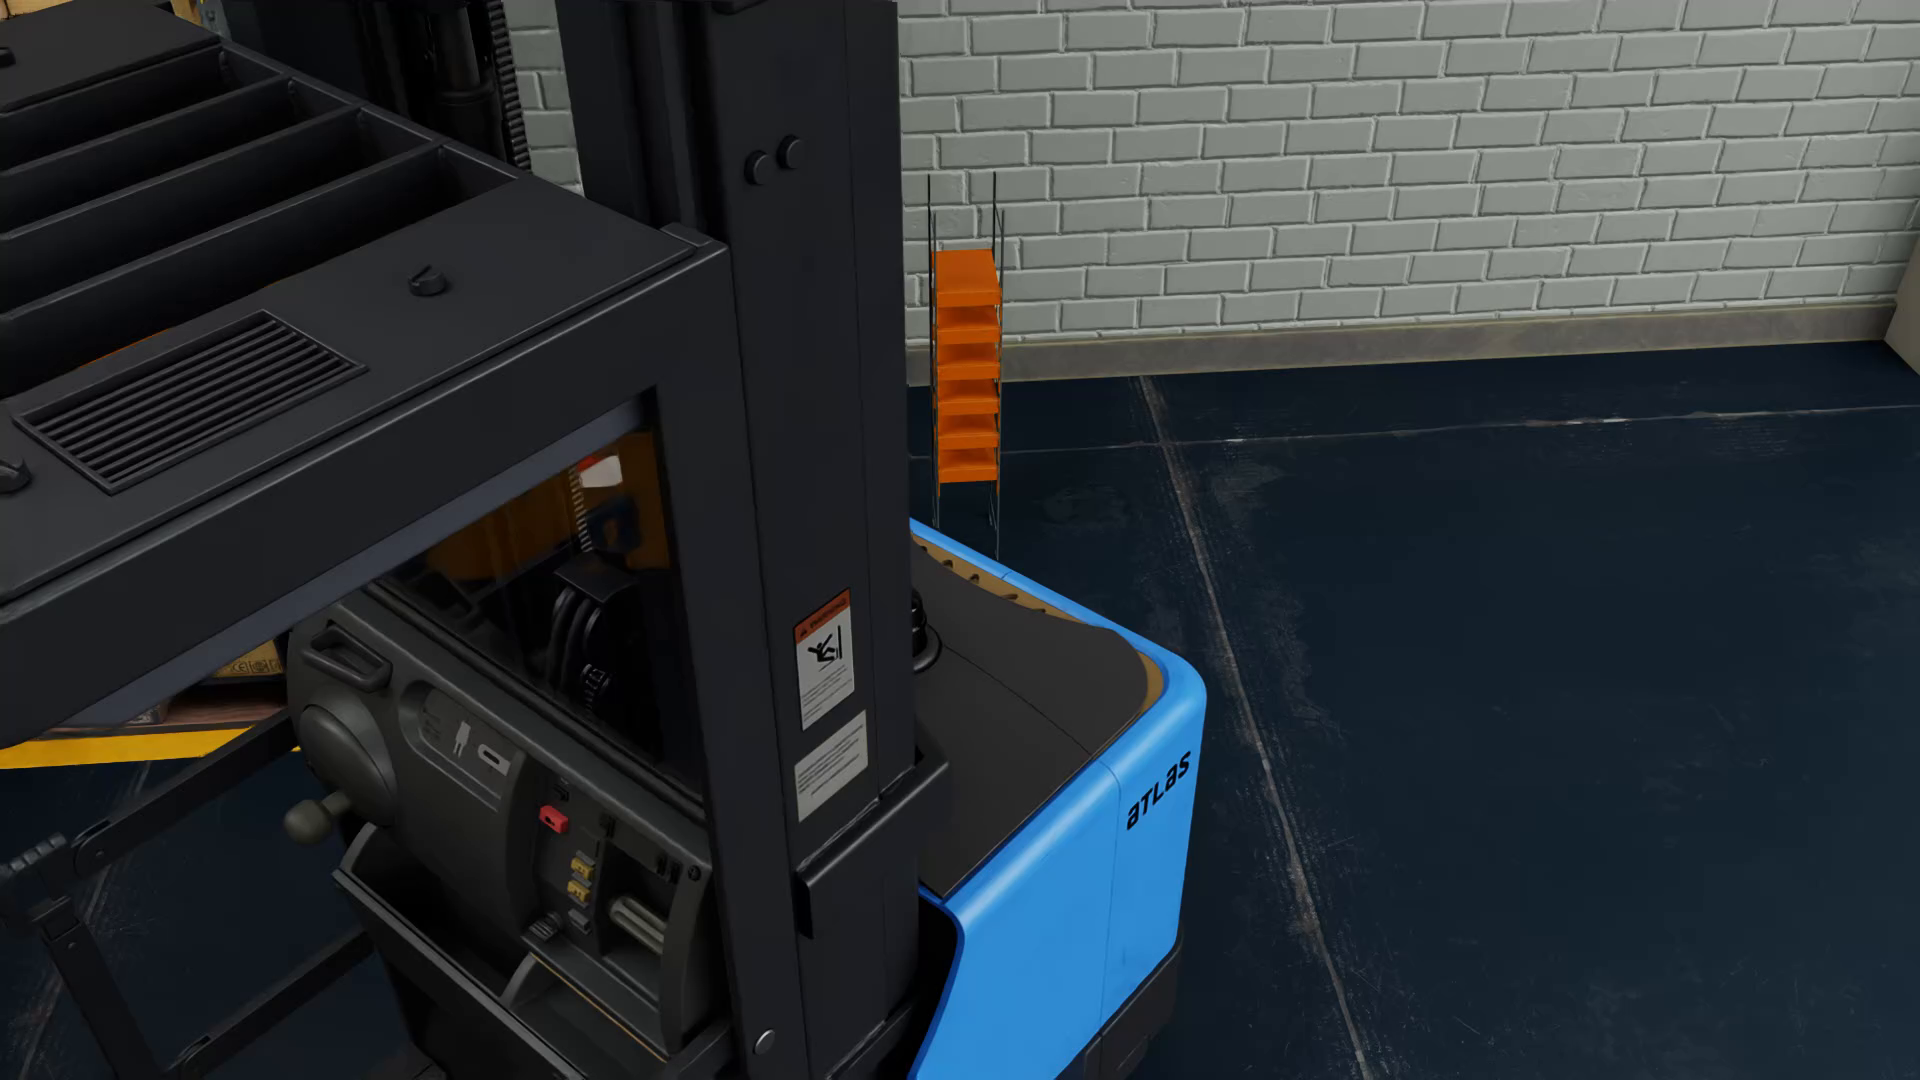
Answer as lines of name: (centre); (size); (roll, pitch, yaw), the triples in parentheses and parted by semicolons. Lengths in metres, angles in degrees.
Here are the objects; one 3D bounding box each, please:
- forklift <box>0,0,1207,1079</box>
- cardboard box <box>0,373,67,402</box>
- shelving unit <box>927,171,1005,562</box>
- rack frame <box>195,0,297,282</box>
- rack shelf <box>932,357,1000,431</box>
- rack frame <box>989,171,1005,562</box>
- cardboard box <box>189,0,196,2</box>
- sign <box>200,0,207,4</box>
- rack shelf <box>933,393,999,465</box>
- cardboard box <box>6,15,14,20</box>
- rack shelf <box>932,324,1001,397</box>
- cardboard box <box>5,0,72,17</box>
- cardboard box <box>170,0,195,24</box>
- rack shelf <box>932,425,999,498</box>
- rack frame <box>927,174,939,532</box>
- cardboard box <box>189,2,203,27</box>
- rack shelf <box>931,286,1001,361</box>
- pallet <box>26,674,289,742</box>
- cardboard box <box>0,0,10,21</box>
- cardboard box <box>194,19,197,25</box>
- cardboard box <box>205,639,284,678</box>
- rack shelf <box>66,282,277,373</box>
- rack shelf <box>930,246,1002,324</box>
forklift: (-0.834, 0.456, 2.306); (1.130, 2.935, 3.031); (27, 46, 30)
cardboard box: (-2.491, -0.245, 4.212); (0.500, 0.250, 0.500); (-2, 38, -3)
shelving unit: (0.014, -0.472, 4.879); (0.189, 1.200, 0.258); (-3, 38, -4)
rack frame: (-1.551, -1.016, 4.116); (0.127, 3.000, 1.000); (-3, 38, -4)
rack shelf: (0.014, -0.437, 4.907); (0.180, 0.103, 0.258); (-3, 38, -4)
rack frame: (0.106, -0.477, 4.886); (0.006, 1.200, 0.240); (-3, 38, -4)
cardboard box: (-1.912, -1.451, 4.064); (0.250, 0.149, 0.380); (-4, 38, -5)
sign: (-1.517, -1.228, 3.259); (0.005, 0.325, 0.100); (-3, 38, -4)
rack shelf: (0.014, -0.343, 4.981); (0.180, 0.103, 0.258); (-3, 38, -4)
cardboard box: (-2.124, -1.086, 3.600); (0.250, 0.149, 0.380); (-3, 38, -3)
rack shelf: (0.014, -0.531, 4.833); (0.180, 0.103, 0.258); (-3, 38, -4)
cardboard box: (-1.890, -1.277, 3.602); (0.250, 0.149, 0.380); (-3, 38, -4)
cardboard box: (-1.872, -1.118, 3.641); (0.250, 0.149, 0.380); (-3, 38, -3)
rack shelf: (0.014, -0.249, 5.056); (0.180, 0.103, 0.258); (-3, 38, -4)
rack frame: (-0.077, -0.467, 4.873); (0.006, 1.200, 0.240); (-3, 38, -4)
cardboard box: (-2.069, -1.200, 4.268); (0.500, 0.500, 0.500); (-2, 38, -3)
rack shelf: (0.014, -0.625, 4.758); (0.180, 0.103, 0.258); (-3, 38, -4)
pallet: (-2.309, 0.146, 4.894); (1.213, 0.211, 1.003); (-3, 38, -4)
cardboard box: (-2.132, -1.244, 3.561); (0.250, 0.149, 0.380); (-3, 38, -4)
cardboard box: (-2.018, -0.866, 3.846); (0.500, 0.500, 0.500); (-4, 38, -5)
cardboard box: (-1.991, 0.119, 4.558); (0.500, 0.250, 0.500); (-3, 38, -4)
rack shelf: (-3.544, -0.624, 4.200); (4.000, 0.370, 1.077); (-3, 38, -4)
rack shelf: (0.014, -0.720, 4.684); (0.180, 0.103, 0.258); (-3, 38, -4)
